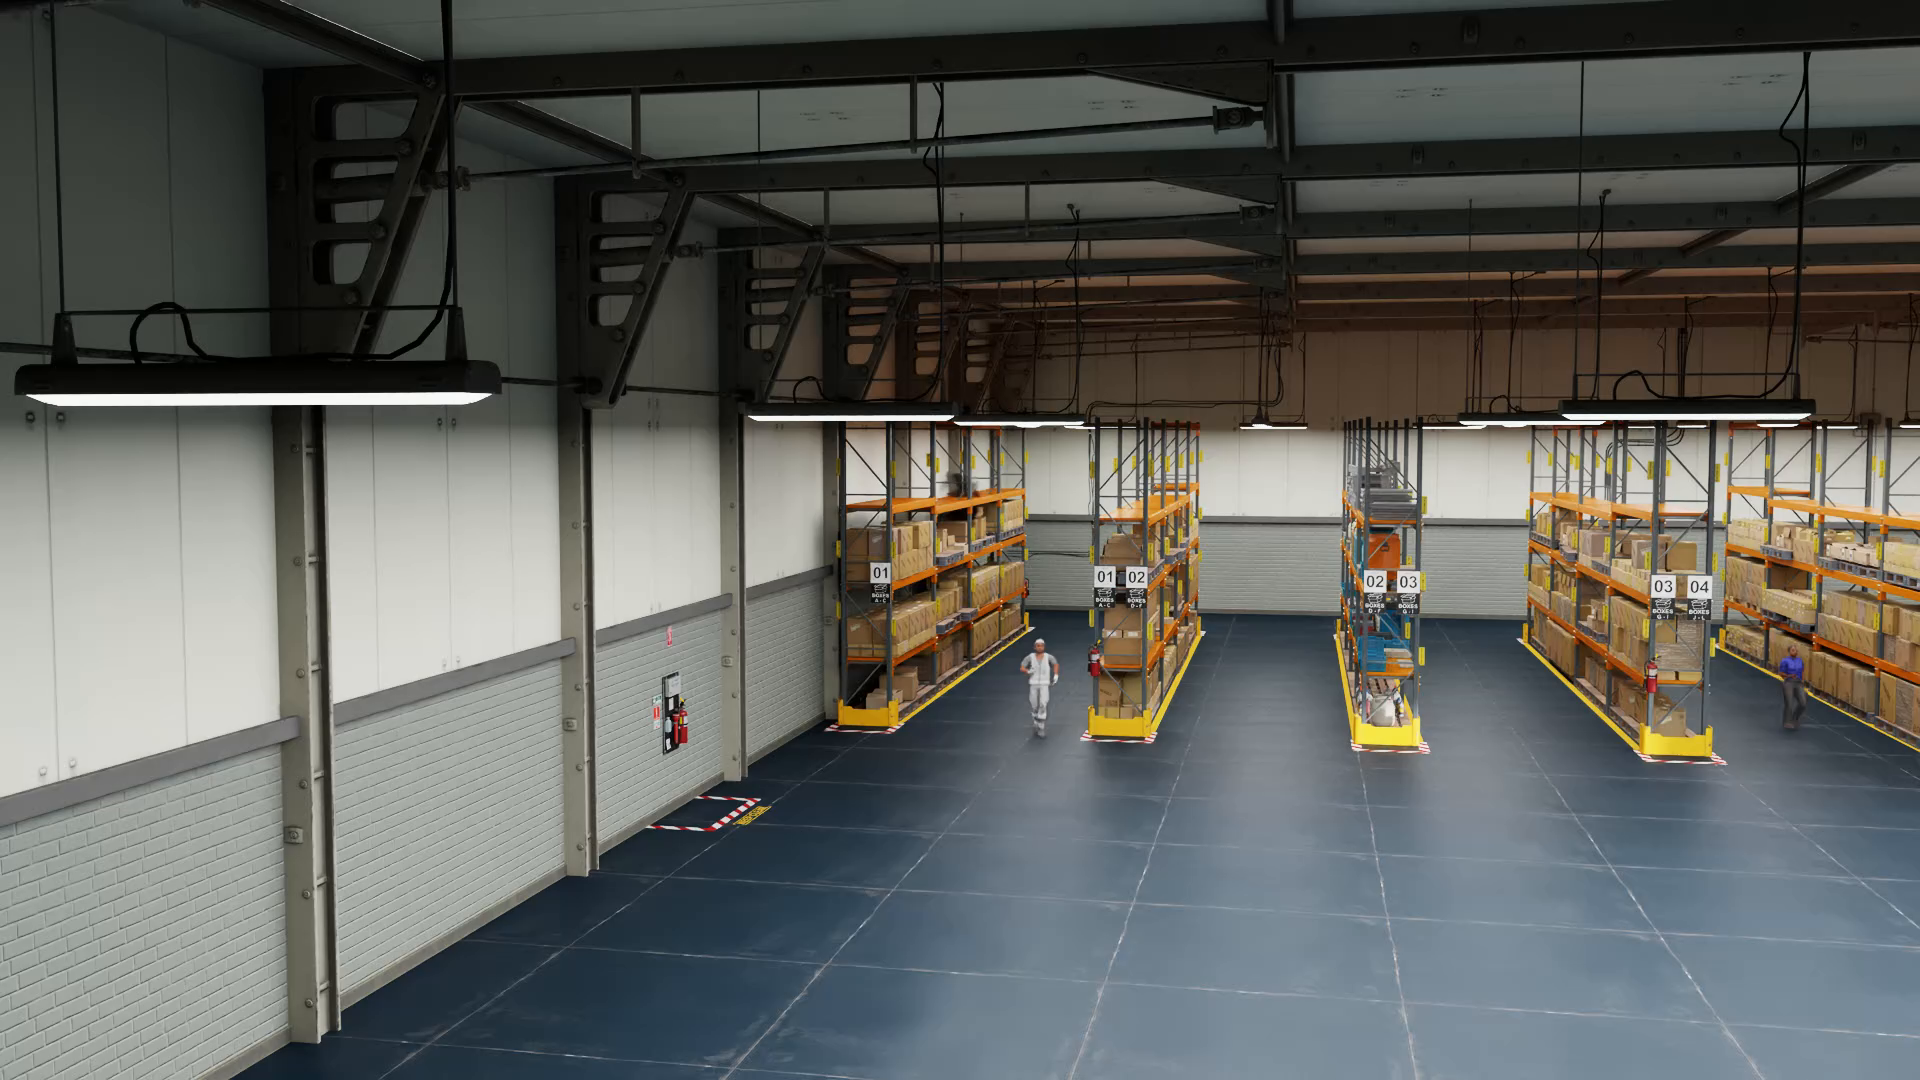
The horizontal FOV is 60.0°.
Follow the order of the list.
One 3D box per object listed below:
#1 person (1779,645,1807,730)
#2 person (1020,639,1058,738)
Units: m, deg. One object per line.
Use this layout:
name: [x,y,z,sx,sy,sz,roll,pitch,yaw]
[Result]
person: [16.020,2.835,31.914,0.560,1.641,0.605,0,4,2]
person: [1.496,2.784,31.506,0.728,1.809,0.829,0,4,3]
